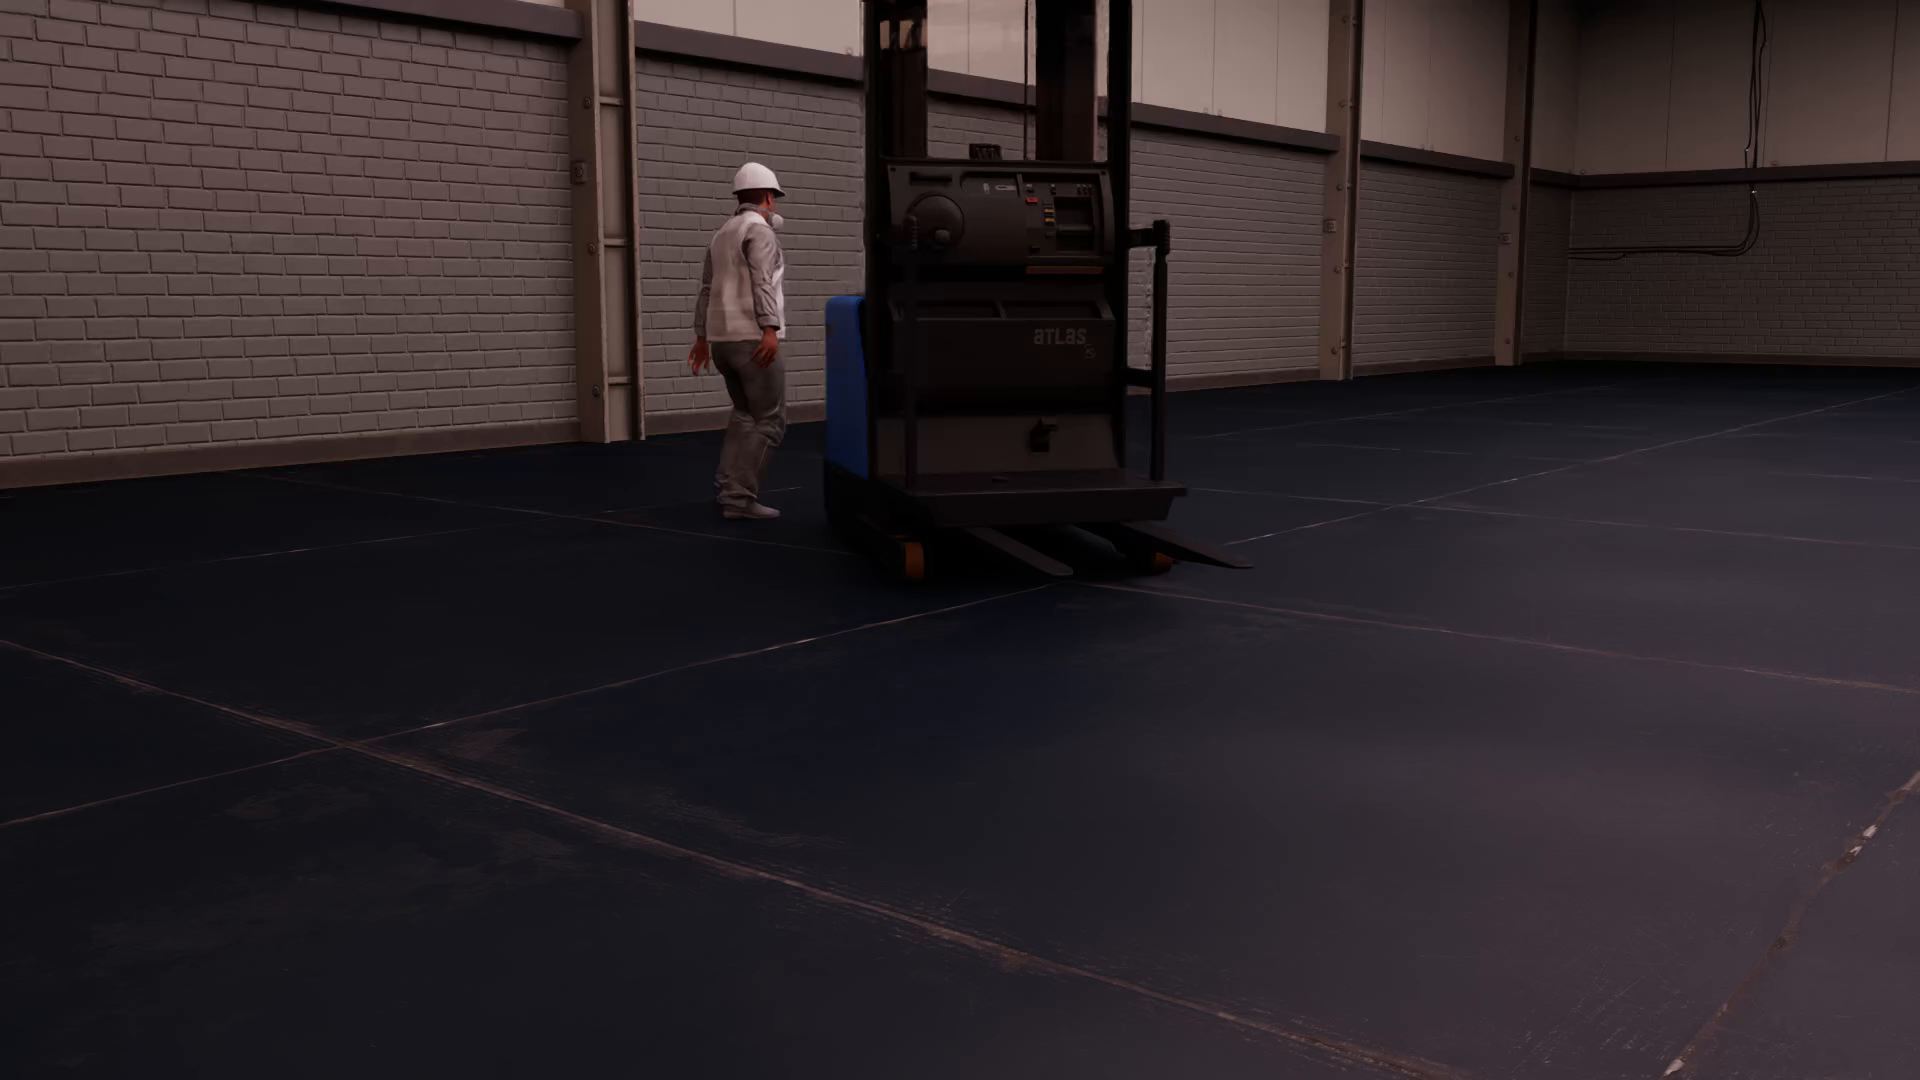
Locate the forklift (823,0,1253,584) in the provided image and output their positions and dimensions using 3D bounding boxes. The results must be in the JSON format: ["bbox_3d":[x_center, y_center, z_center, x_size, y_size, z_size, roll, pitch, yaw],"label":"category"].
[{"bbox_3d":[0.224,-1.346,6.477,1.130,2.935,3.031,-2,9,-15],"label":"forklift"}]

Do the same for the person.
[{"bbox_3d":[-1.038,-0.982,8.218,0.486,1.743,0.850,-5,10,-33],"label":"person"}]
